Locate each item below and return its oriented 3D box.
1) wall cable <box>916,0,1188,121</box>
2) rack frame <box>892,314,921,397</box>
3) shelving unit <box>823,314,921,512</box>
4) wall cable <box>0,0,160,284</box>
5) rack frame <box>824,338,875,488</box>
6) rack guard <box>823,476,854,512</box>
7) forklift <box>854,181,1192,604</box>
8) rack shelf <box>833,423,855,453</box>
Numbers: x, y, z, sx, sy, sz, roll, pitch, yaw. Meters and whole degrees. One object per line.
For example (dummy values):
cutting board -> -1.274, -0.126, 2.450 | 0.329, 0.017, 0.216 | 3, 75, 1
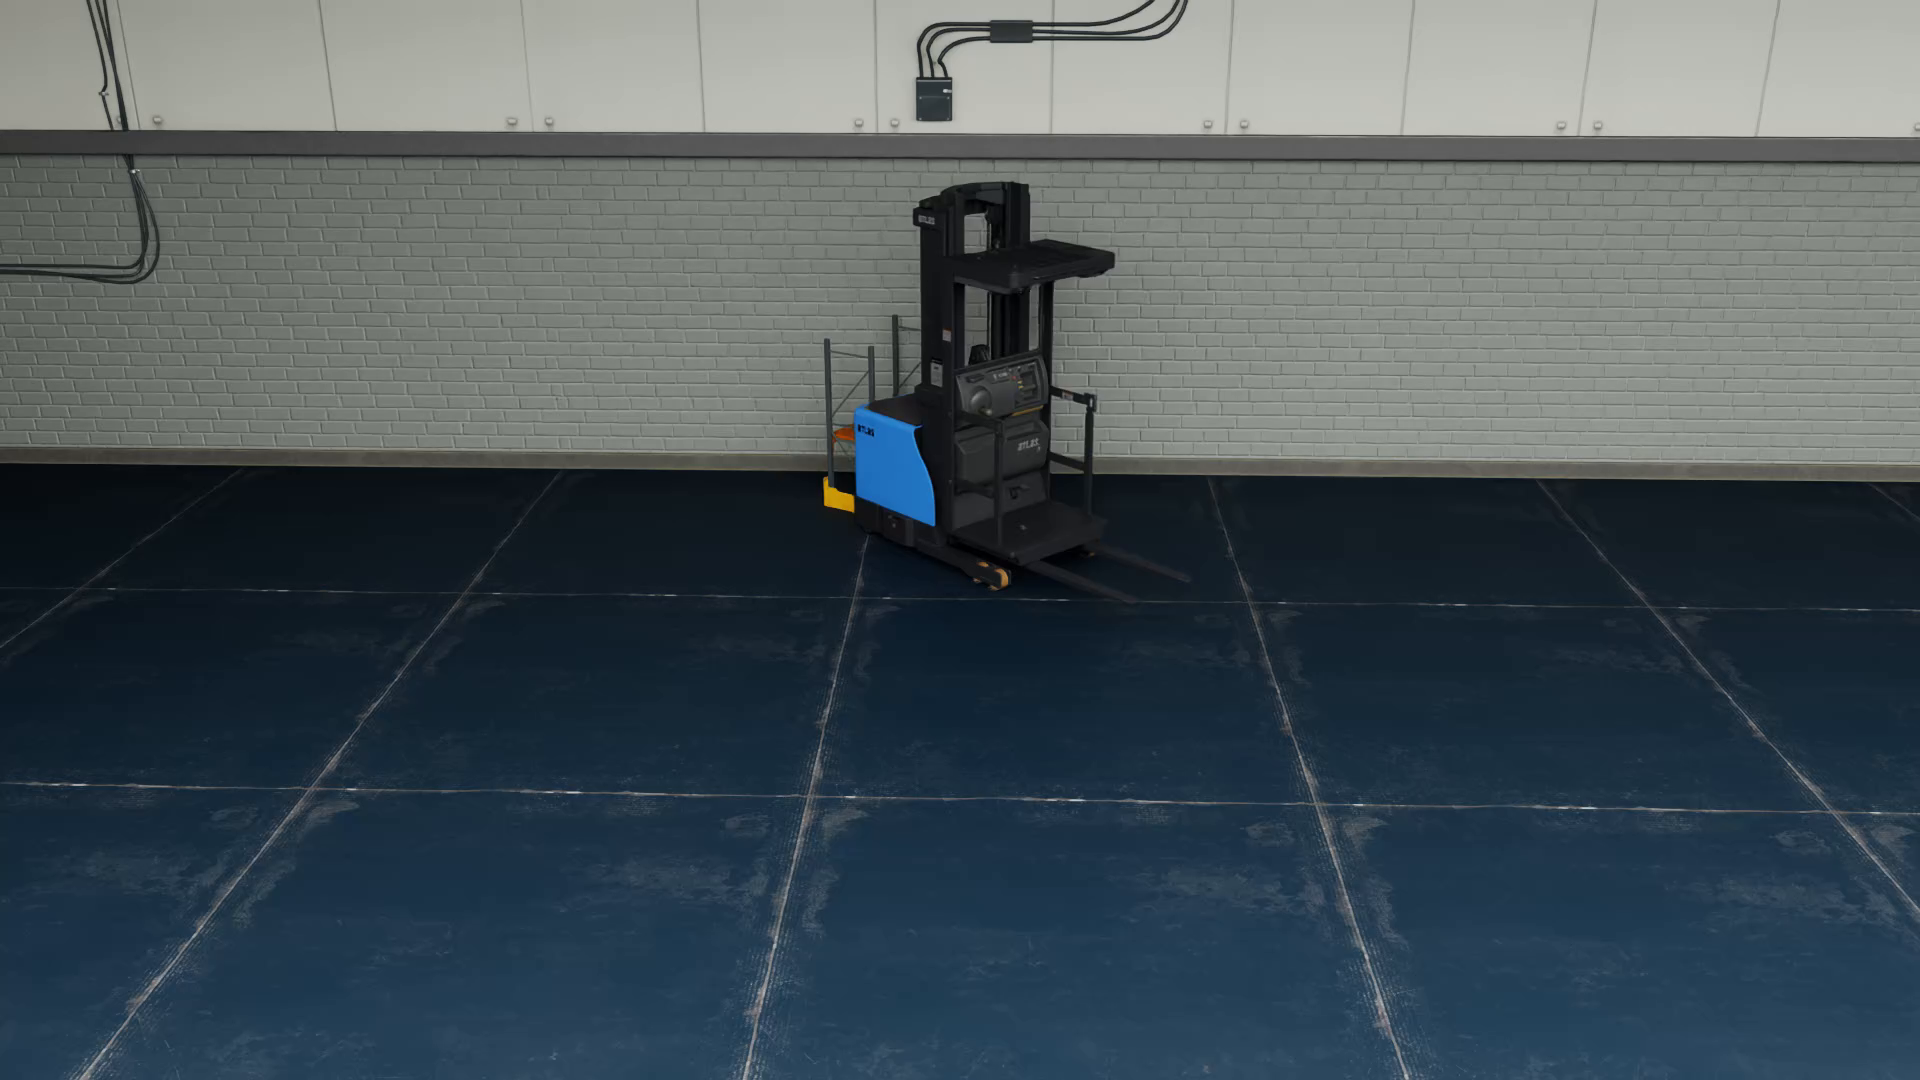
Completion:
wall cable -> 0.780, -6.383, 13.132 | 2.305, 6.003, 0.169 | 1, 21, 2
rack frame -> -0.387, -1.269, 15.020 | 0.500, 1.500, 0.032 | 13, 25, 30
shelving unit -> -0.665, -1.111, 14.613 | 0.587, 1.500, 1.083 | 13, 25, 30
wall cable -> -8.708, -3.460, 14.592 | 3.097, 2.526, 0.112 | 1, 21, 2
rack frame -> -0.933, -0.959, 14.220 | 0.500, 1.500, 0.032 | 13, 25, 30
rack guard -> -0.932, -0.376, 14.447 | 0.587, 0.250, 0.087 | 13, 25, 30
forklift -> 0.474, -1.186, 12.828 | 1.130, 2.935, 3.031 | -18, 28, -39
rack shelf -> -0.660, -0.946, 14.685 | 0.538, 0.185, 1.000 | 13, 25, 30
